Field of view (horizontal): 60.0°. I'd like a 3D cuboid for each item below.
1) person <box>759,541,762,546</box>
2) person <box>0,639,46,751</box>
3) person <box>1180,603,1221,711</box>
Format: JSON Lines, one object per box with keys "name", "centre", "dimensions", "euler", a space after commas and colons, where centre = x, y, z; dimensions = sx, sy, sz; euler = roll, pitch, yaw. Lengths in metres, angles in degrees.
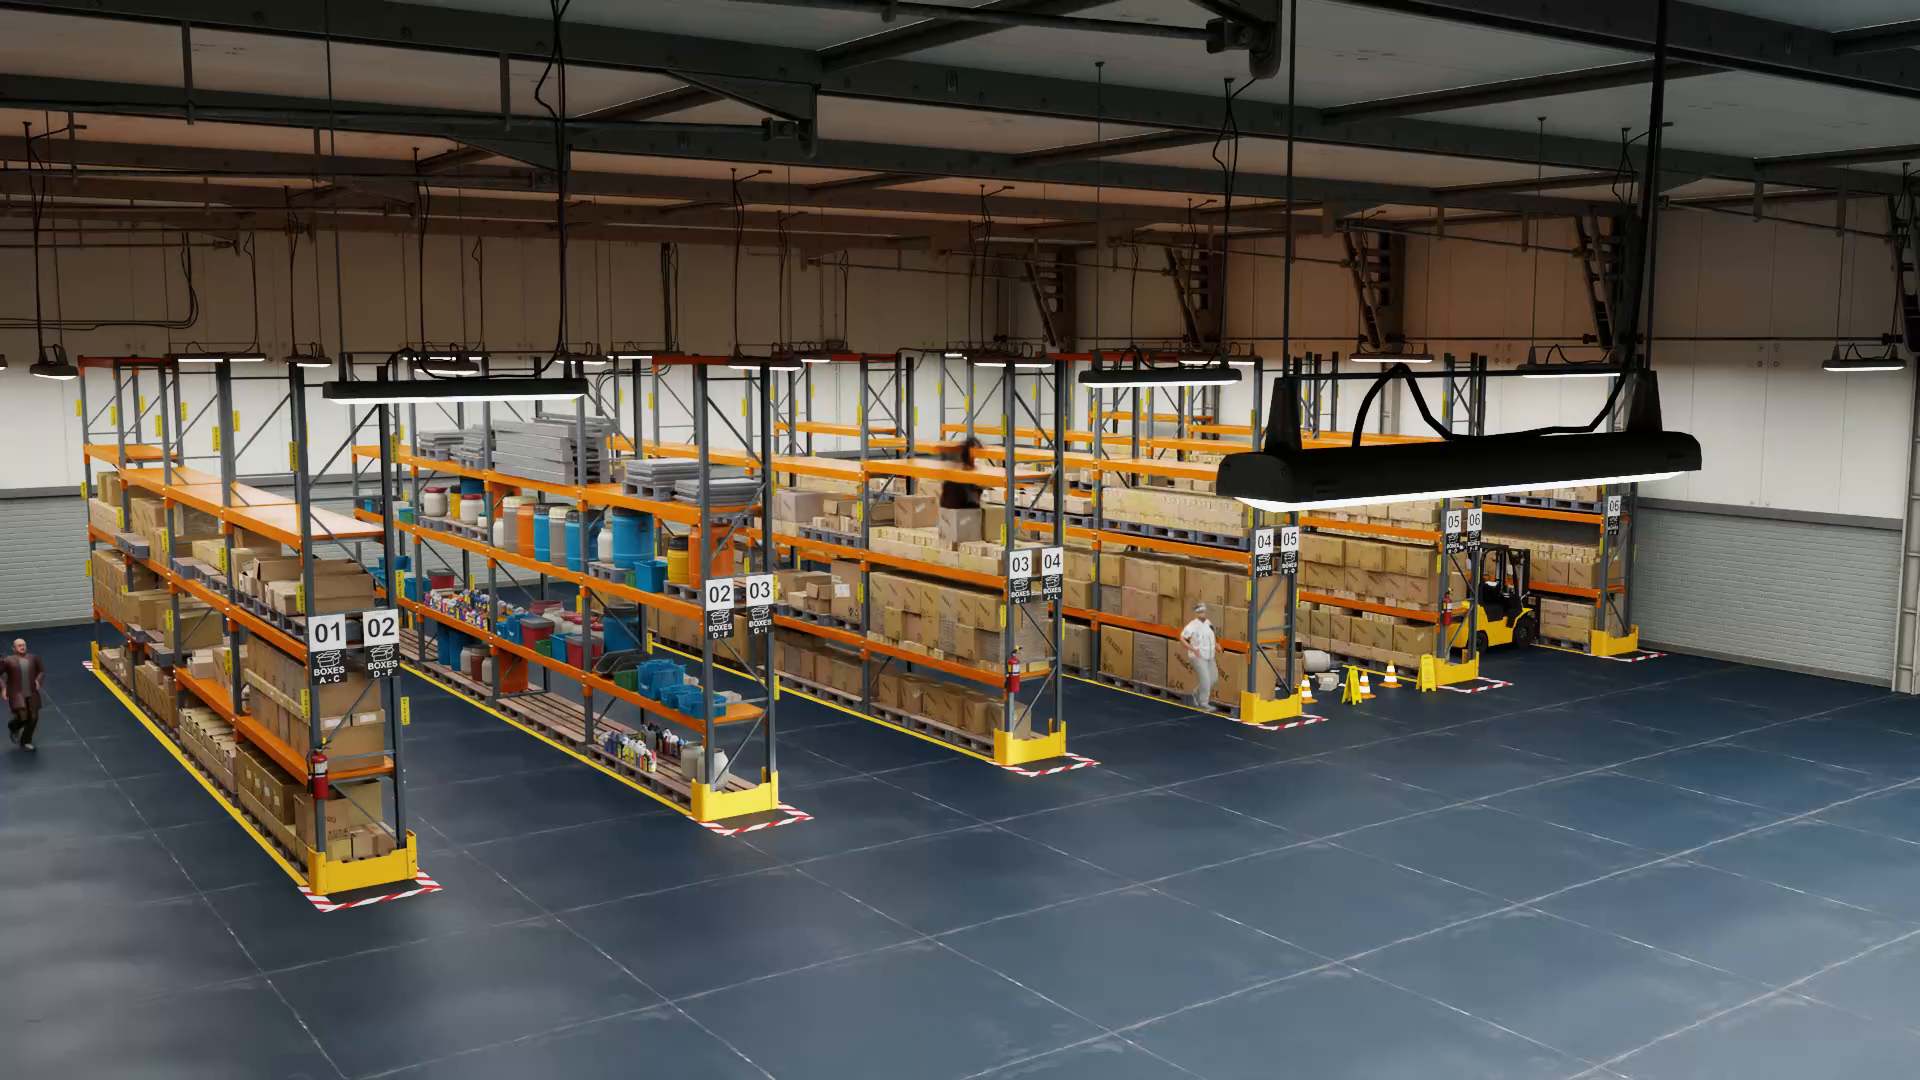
{"name": "person", "centre": [-4.599, 0.852, 38.435], "dimensions": [0.606, 1.715, 0.832], "euler": [-5, 8, -34]}
{"name": "person", "centre": [-14.400, 2.380, 25.565], "dimensions": [0.633, 1.733, 0.707], "euler": [6, 9, 40]}
{"name": "person", "centre": [3.961, 1.913, 27.069], "dimensions": [0.691, 1.788, 0.631], "euler": [-6, 9, -39]}
